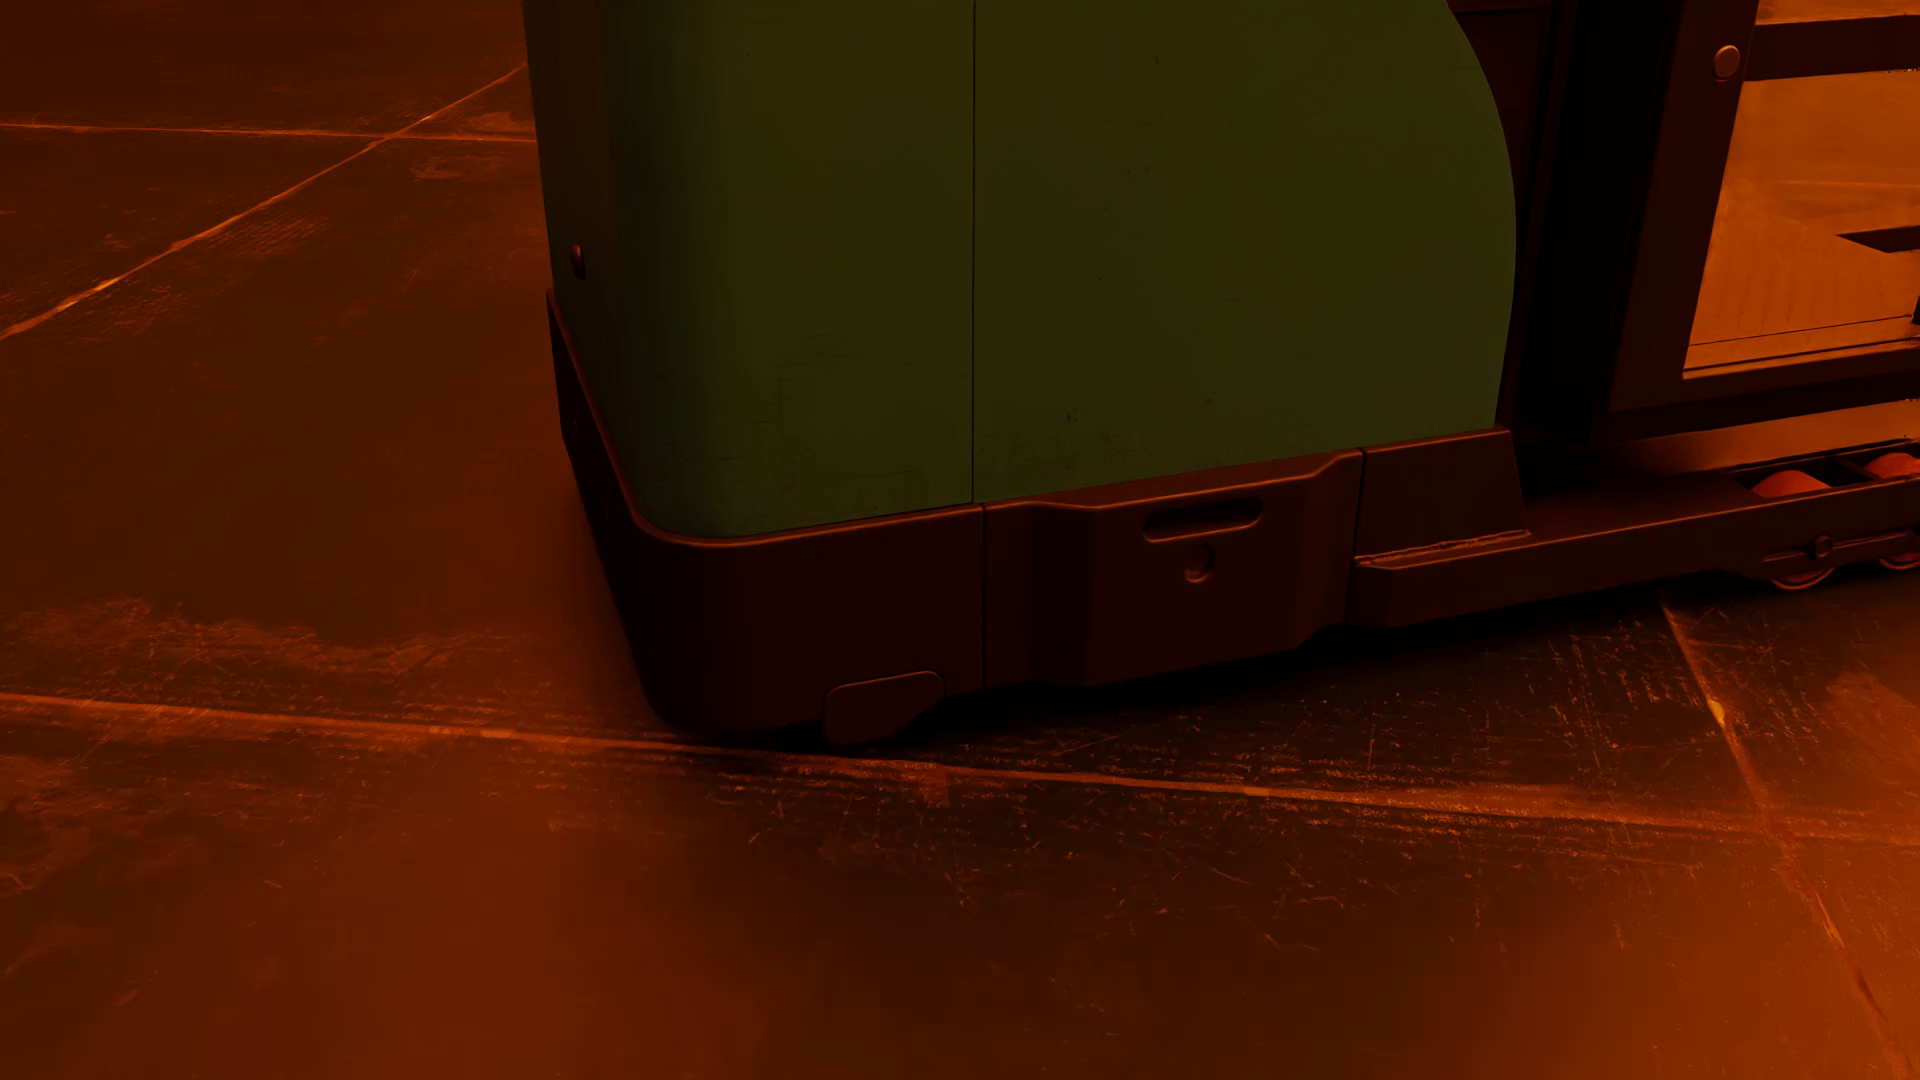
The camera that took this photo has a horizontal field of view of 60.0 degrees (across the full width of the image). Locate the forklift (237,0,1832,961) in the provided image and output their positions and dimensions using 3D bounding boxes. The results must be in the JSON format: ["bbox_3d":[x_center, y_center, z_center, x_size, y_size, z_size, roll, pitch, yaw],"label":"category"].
[{"bbox_3d":[-0.381,-1.508,2.240,1.130,2.935,3.031,-20,33,-34],"label":"forklift"}]
